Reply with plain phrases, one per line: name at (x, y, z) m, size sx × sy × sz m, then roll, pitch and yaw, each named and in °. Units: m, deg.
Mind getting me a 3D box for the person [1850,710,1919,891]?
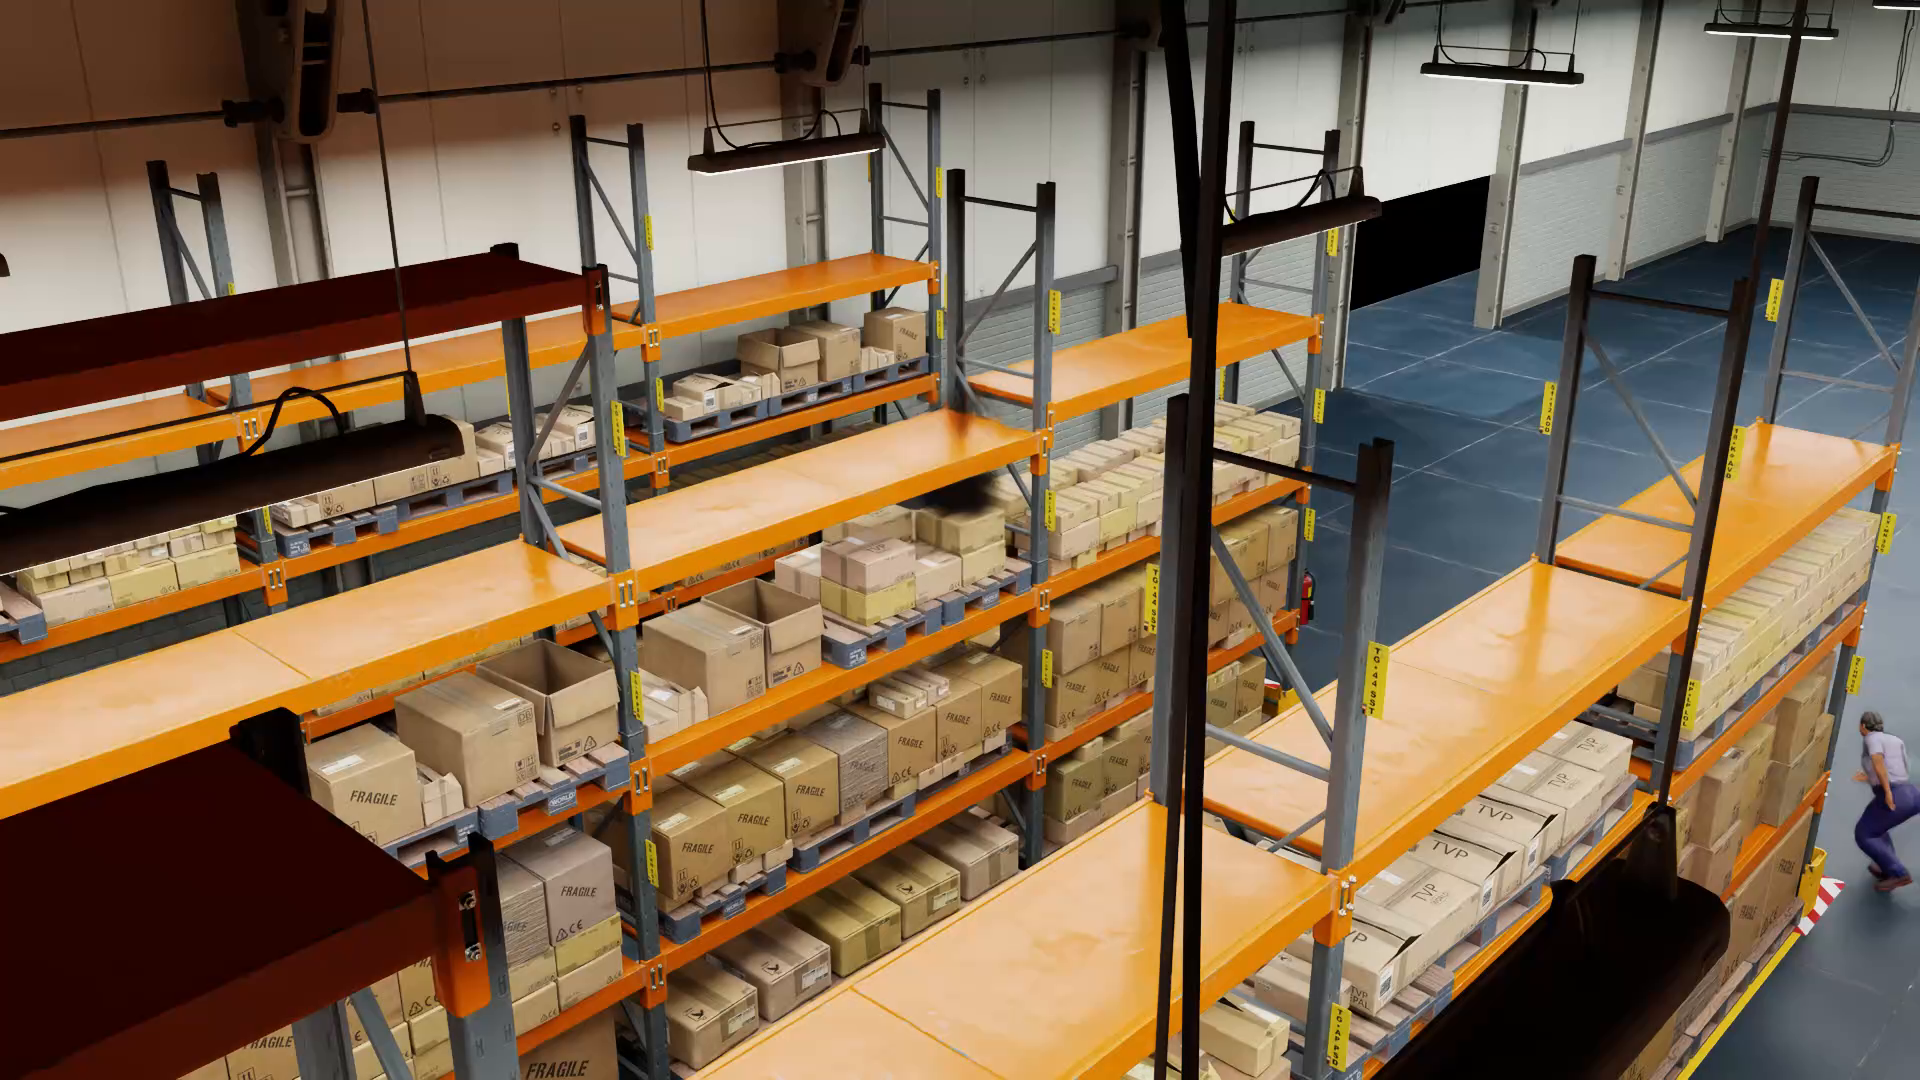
person at (7.981, 2.255, 14.352) m, size 0.655 × 1.378 × 0.831 m, roll -12°, pitch 24°, yaw -29°
